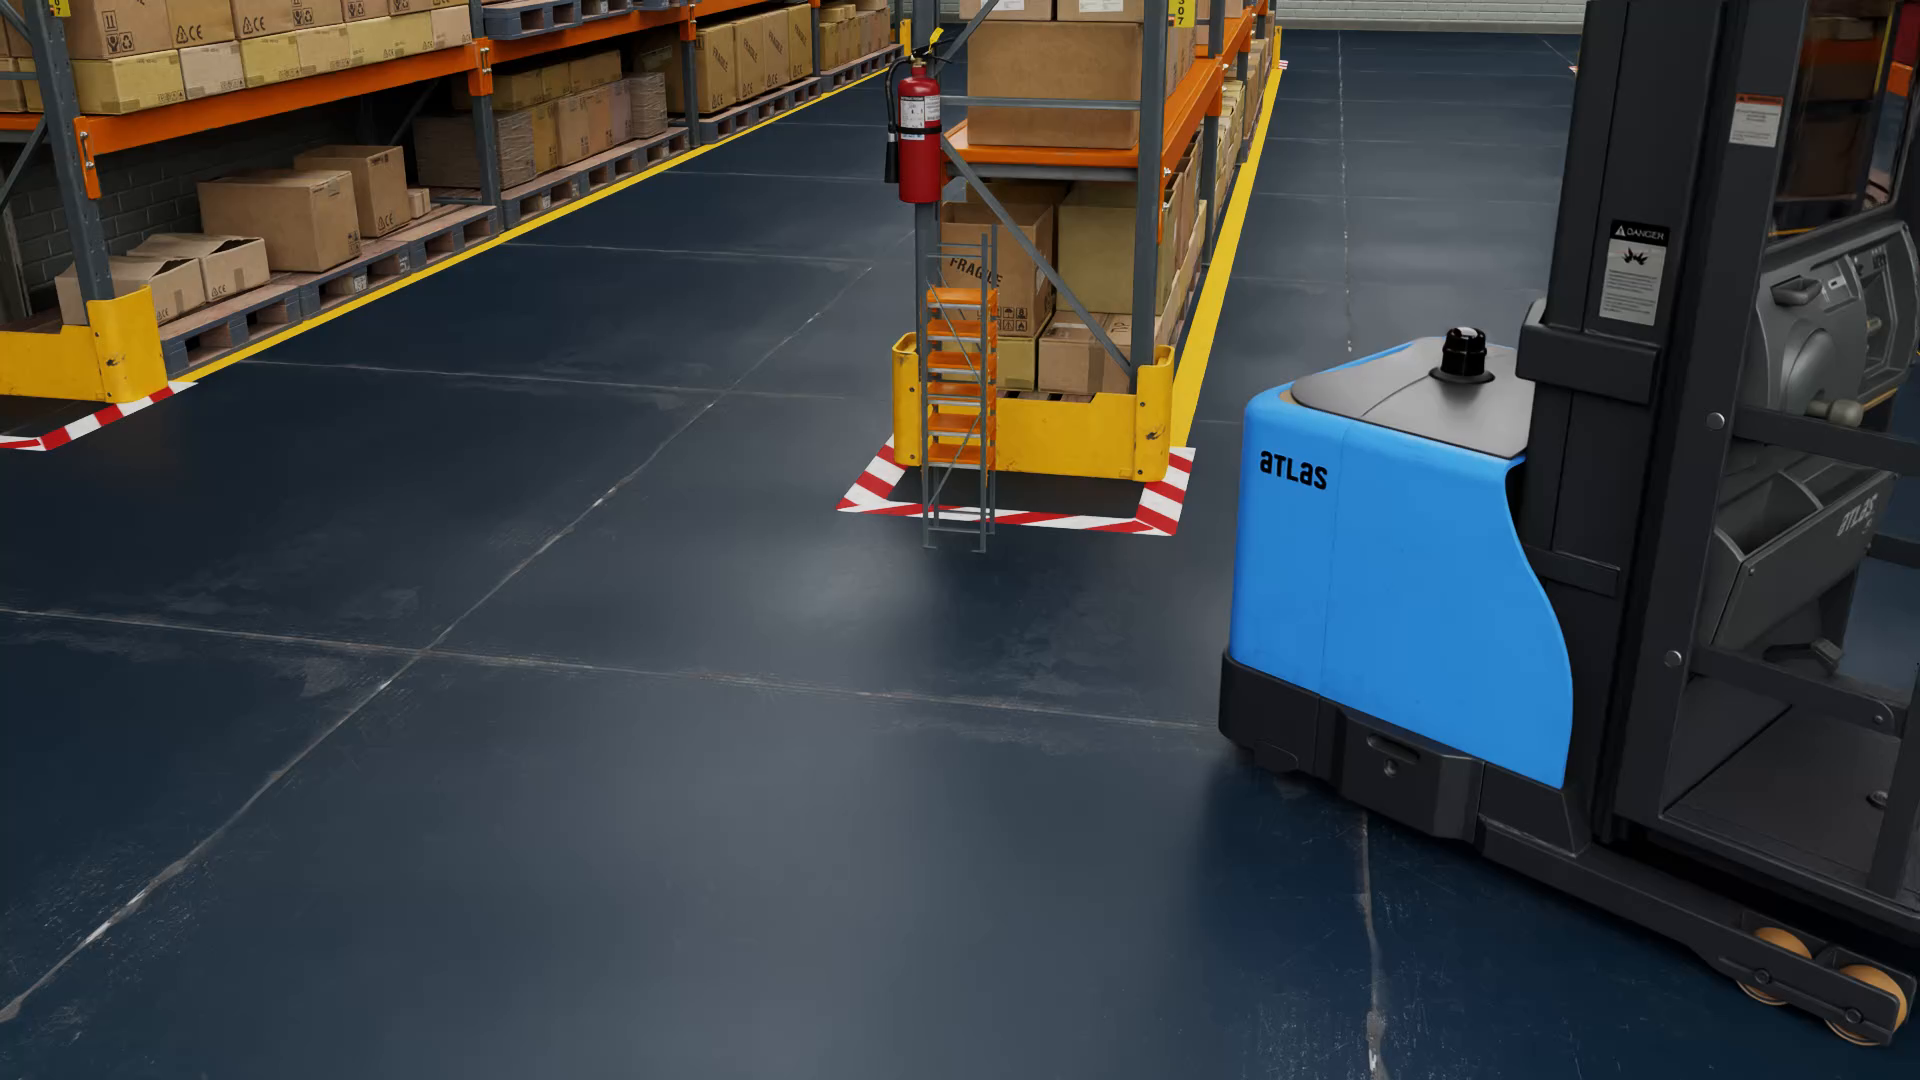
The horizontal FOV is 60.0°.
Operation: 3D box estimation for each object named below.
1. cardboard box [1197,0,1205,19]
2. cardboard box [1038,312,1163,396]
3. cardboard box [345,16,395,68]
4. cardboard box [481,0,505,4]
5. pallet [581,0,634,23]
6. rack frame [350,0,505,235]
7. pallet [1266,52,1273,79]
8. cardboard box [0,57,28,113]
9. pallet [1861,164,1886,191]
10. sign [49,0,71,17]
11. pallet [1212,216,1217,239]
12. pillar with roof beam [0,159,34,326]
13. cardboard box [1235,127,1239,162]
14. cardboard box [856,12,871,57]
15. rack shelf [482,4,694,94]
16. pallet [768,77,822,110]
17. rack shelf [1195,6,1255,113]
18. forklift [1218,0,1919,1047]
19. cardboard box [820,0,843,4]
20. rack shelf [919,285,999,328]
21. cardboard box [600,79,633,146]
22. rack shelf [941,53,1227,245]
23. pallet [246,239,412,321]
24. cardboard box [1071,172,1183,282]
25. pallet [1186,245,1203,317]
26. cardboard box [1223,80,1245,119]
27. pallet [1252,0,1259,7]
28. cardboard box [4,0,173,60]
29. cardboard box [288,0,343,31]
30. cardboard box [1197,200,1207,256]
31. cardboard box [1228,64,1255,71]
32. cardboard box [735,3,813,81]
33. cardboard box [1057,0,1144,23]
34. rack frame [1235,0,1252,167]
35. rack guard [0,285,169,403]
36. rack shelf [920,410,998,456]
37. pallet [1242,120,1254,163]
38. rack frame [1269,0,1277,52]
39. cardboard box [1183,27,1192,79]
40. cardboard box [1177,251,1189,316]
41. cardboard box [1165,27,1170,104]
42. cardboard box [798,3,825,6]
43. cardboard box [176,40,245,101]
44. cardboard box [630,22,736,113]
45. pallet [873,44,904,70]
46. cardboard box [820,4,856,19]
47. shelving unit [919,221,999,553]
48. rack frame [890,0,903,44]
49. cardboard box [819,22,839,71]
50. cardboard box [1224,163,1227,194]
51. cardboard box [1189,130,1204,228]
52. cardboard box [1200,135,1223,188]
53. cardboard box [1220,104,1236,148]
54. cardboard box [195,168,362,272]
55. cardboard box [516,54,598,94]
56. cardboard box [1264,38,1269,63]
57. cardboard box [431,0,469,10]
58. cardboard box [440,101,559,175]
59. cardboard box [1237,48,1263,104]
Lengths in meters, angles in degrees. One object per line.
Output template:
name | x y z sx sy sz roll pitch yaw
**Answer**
cardboard box | 1.411 -3.727 11.459 0.500 0.500 0.500 6 23 15
cardboard box | 0.642 -0.844 7.553 0.500 0.250 0.500 4 22 11
cardboard box | -3.717 -2.961 9.865 0.500 0.250 0.500 4 22 11
cardboard box | -3.582 -4.019 11.594 0.700 0.500 0.500 5 22 11
pallet | -3.267 -4.232 13.102 1.003 0.211 1.213 4 22 11
rack frame | -3.720 -3.585 11.239 1.000 3.000 0.127 4 22 11
pallet | 3.402 -5.984 20.930 1.003 0.211 1.213 4 22 11
cardboard box | -4.630 -2.247 8.092 0.500 0.250 0.500 5 22 12
pallet | 6.599 -2.719 12.821 1.003 0.211 1.213 4 22 11
sign | -4.005 -2.482 7.343 0.100 0.325 0.005 4 22 11
pallet | 1.243 -2.187 11.502 1.003 0.211 1.213 4 22 11
pillar with roof beam | -1.025 -4.898 6.471 9.100 9.000 0.400 4 22 11
cardboard box | 1.977 -3.191 13.380 0.500 0.250 0.500 4 22 10
cardboard box | -1.520 -6.378 20.959 0.700 0.500 0.500 4 22 9
rack shelf | -3.311 -3.982 13.190 1.077 0.370 4.000 4 22 11
pallet | -2.171 -4.929 18.310 1.003 0.211 1.213 4 22 11
rack shelf | 1.539 -3.606 12.255 1.077 0.370 4.000 4 22 11
forklift | 2.133 -0.478 3.617 1.130 2.935 3.031 -20 29 -40
cardboard box | -1.691 -6.737 20.982 0.380 0.149 0.250 5 22 12
rack shelf | -0.003 -0.844 5.998 0.258 0.103 0.180 4 22 11
cardboard box | -3.218 -3.645 14.147 0.700 0.500 0.500 4 22 11
rack shelf | 0.723 -2.143 8.623 1.077 0.370 4.000 4 22 11
pallet | -4.069 -1.595 10.032 1.003 0.211 1.213 4 22 11
cardboard box | 0.831 -1.559 8.323 0.500 0.500 0.500 4 22 11
pallet | 0.927 -1.627 10.112 1.003 0.211 1.213 4 22 11
cardboard box | 2.081 -3.640 13.745 0.500 0.311 0.500 5 22 12
pallet | 2.016 -4.836 14.602 1.213 0.211 1.003 4 22 11
cardboard box | -4.144 -2.561 7.868 0.500 0.500 0.500 4 22 11
cardboard box | -3.828 -3.119 9.254 0.500 0.500 0.500 5 23 13
cardboard box | 1.250 -1.942 10.278 0.500 0.250 0.500 4 22 11
cardboard box | 2.421 -4.052 15.158 0.500 0.500 0.500 4 22 9
cardboard box | -2.093 -5.460 18.212 0.750 0.750 0.750 5 22 12
cardboard box | 0.605 -2.220 6.848 0.380 0.149 0.250 4 22 11
rack frame | 1.947 -4.671 13.937 1.000 3.000 0.127 4 22 11
rack guard | -4.520 -0.990 8.143 1.175 0.500 0.348 4 22 11
rack shelf | -0.003 -0.399 6.178 0.258 0.103 0.180 4 22 11
pallet | 2.136 -3.648 15.129 1.003 0.211 1.213 4 22 11
rack frame | 3.579 -7.597 21.202 1.000 3.000 0.127 4 22 11
cardboard box | 0.945 -2.899 9.402 0.700 0.500 0.500 4 22 10
cardboard box | 0.949 -1.393 8.914 0.500 0.250 0.500 4 22 11
cardboard box | 0.632 -2.335 8.003 0.700 0.500 0.500 5 22 11
cardboard box | -1.847 -6.456 20.284 0.380 0.149 0.250 5 22 11
cardboard box | -4.033 -2.407 8.488 0.500 0.250 0.500 4 22 9
cardboard box | -2.625 -4.504 15.838 0.750 0.750 0.750 4 22 10
pallet | -1.358 -6.381 21.916 1.003 0.211 1.213 4 22 11
cardboard box | -1.479 -6.415 20.181 0.380 0.149 0.250 4 22 9
shelving unit | -0.003 -0.551 6.116 0.258 1.200 0.189 4 22 11
rack frame | -1.271 -7.973 22.136 1.000 3.000 0.127 4 22 11
cardboard box | -1.834 -5.811 19.552 0.700 0.500 0.500 5 22 12
cardboard box | 1.664 -2.633 11.994 0.500 0.250 0.500 4 22 9
cardboard box | 1.137 -2.107 9.686 0.500 0.500 0.500 4 22 11
cardboard box | 1.459 -2.520 10.964 0.500 0.311 0.500 5 22 11
cardboard box | 1.771 -3.082 12.360 0.500 0.311 0.500 5 22 12
cardboard box | -3.992 -1.886 9.777 0.700 0.500 0.500 3 22 8
cardboard box | -3.277 -3.781 13.479 0.500 0.250 0.500 4 22 11
cardboard box | 3.486 -5.963 20.236 0.500 0.250 0.500 4 22 11
cardboard box | -3.513 -3.676 10.636 0.500 0.500 0.500 4 22 11
cardboard box | -3.529 -3.093 12.774 0.700 0.500 0.500 4 22 10
cardboard box | 2.731 -4.613 16.549 0.500 0.500 0.500 5 22 12
